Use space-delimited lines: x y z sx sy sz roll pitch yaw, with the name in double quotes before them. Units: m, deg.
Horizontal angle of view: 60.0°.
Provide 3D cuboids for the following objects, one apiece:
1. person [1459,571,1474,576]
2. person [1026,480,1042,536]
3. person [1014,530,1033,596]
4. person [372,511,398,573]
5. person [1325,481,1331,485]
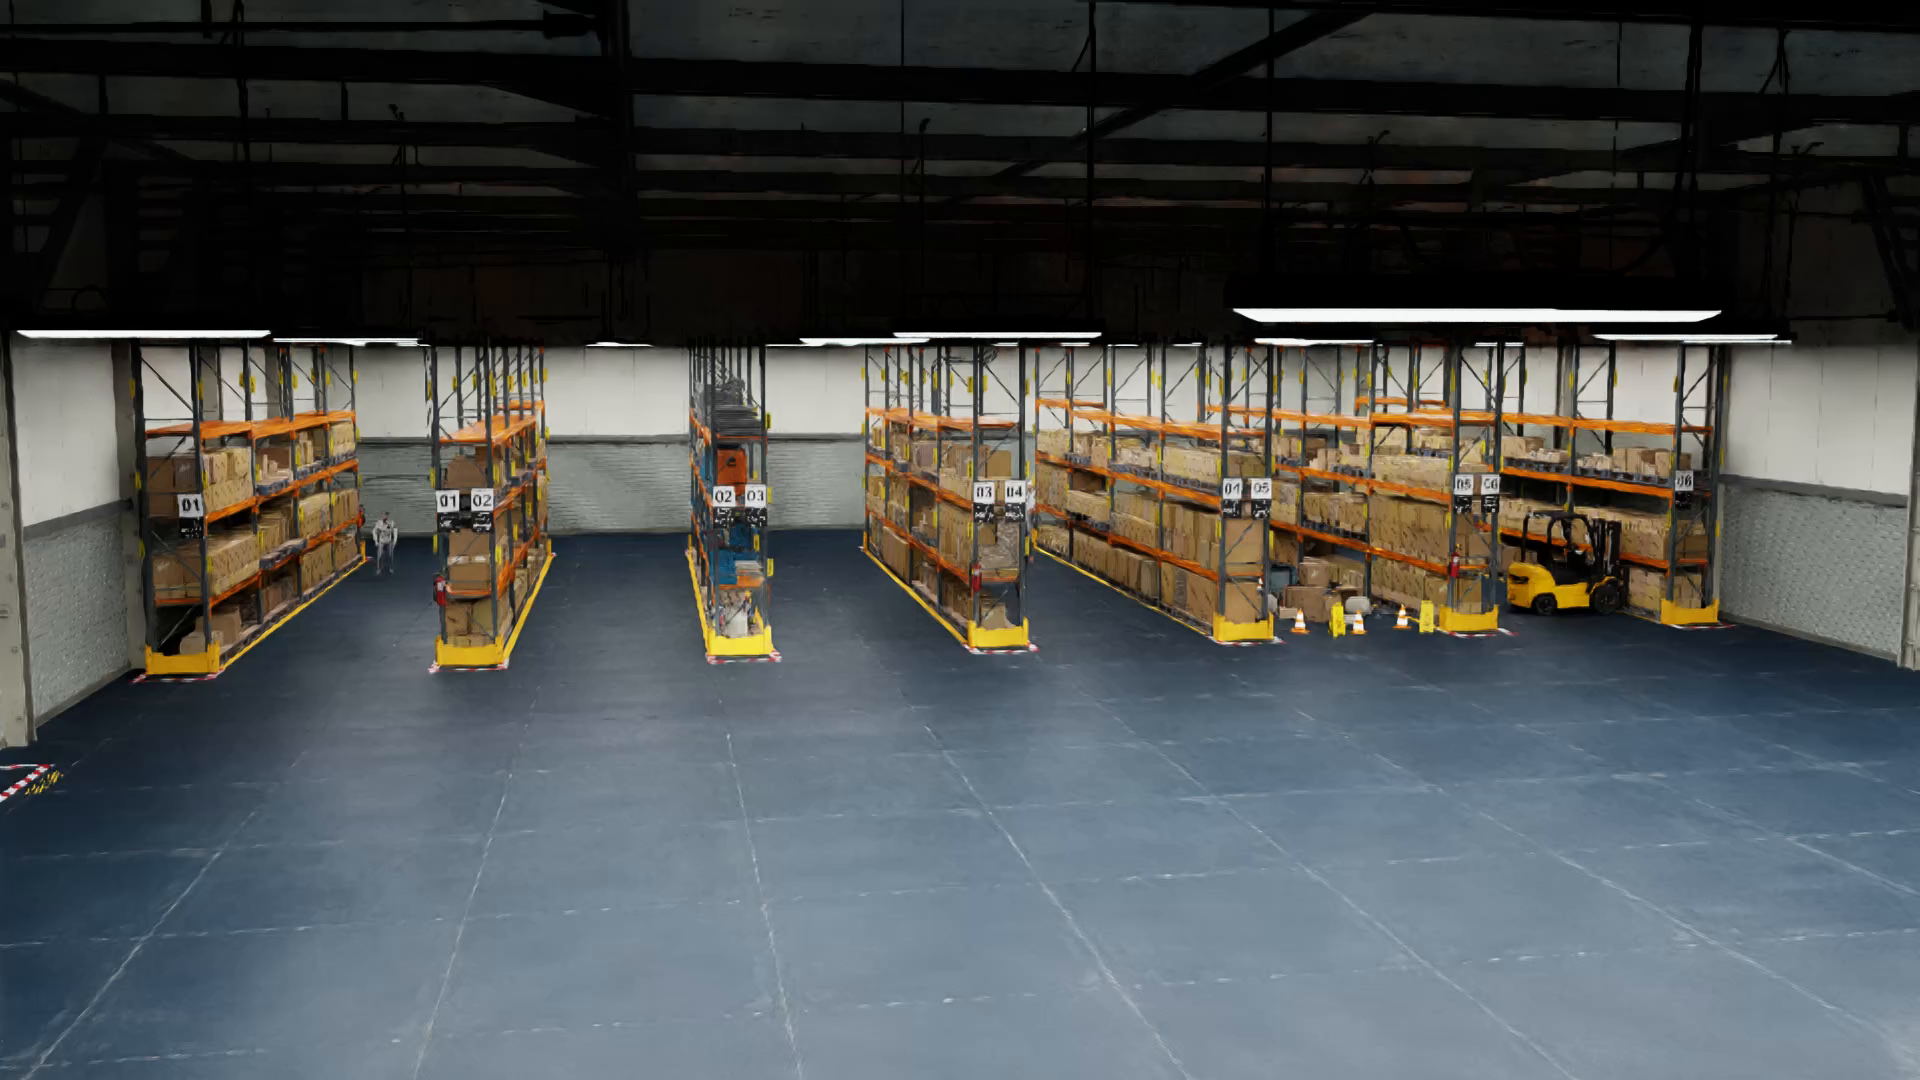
"person" 12.562 0.133 41.531 0.565 1.657 0.611 1 7 13
"person" 2.252 -0.936 50.550 0.699 1.770 0.554 -5 8 -38
"person" 1.348 0.381 36.972 0.555 1.668 1.026 -1 7 -12
"person" -14.711 0.046 42.583 0.639 1.632 0.498 -2 7 -13
"person" 11.471 -0.997 51.497 0.408 1.641 0.602 -6 9 -41
